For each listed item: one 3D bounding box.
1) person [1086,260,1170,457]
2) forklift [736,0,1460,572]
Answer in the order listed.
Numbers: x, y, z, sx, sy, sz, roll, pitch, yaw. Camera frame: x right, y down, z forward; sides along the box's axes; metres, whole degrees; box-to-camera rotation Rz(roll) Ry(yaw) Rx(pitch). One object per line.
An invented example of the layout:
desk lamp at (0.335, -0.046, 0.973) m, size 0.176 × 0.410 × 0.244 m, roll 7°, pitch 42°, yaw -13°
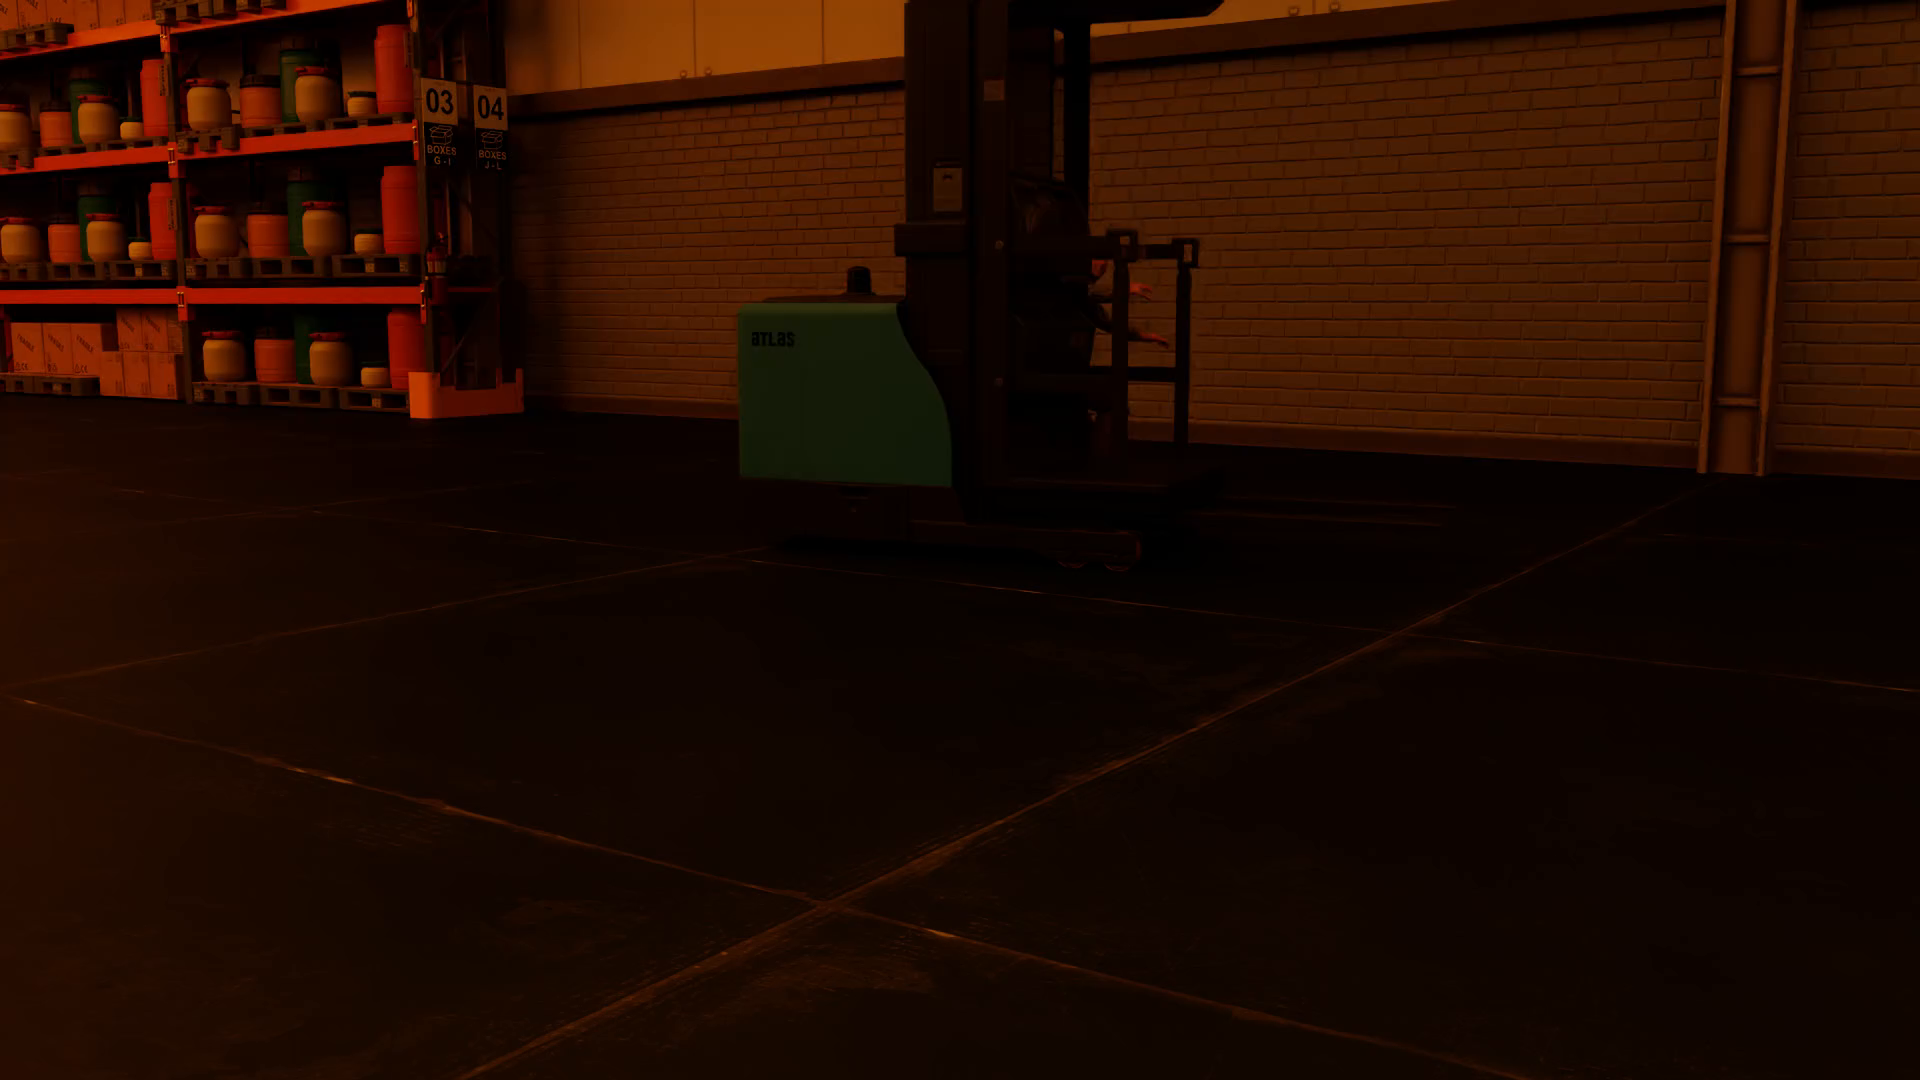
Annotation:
person at (0.837, -0.972, 9.335) m, size 1.048 × 1.450 × 0.771 m, roll -4°, pitch 9°, yaw -26°
forklift at (0.576, -1.407, 7.084) m, size 3.031 × 2.935 × 1.130 m, roll 3°, pitch 9°, yaw 22°
